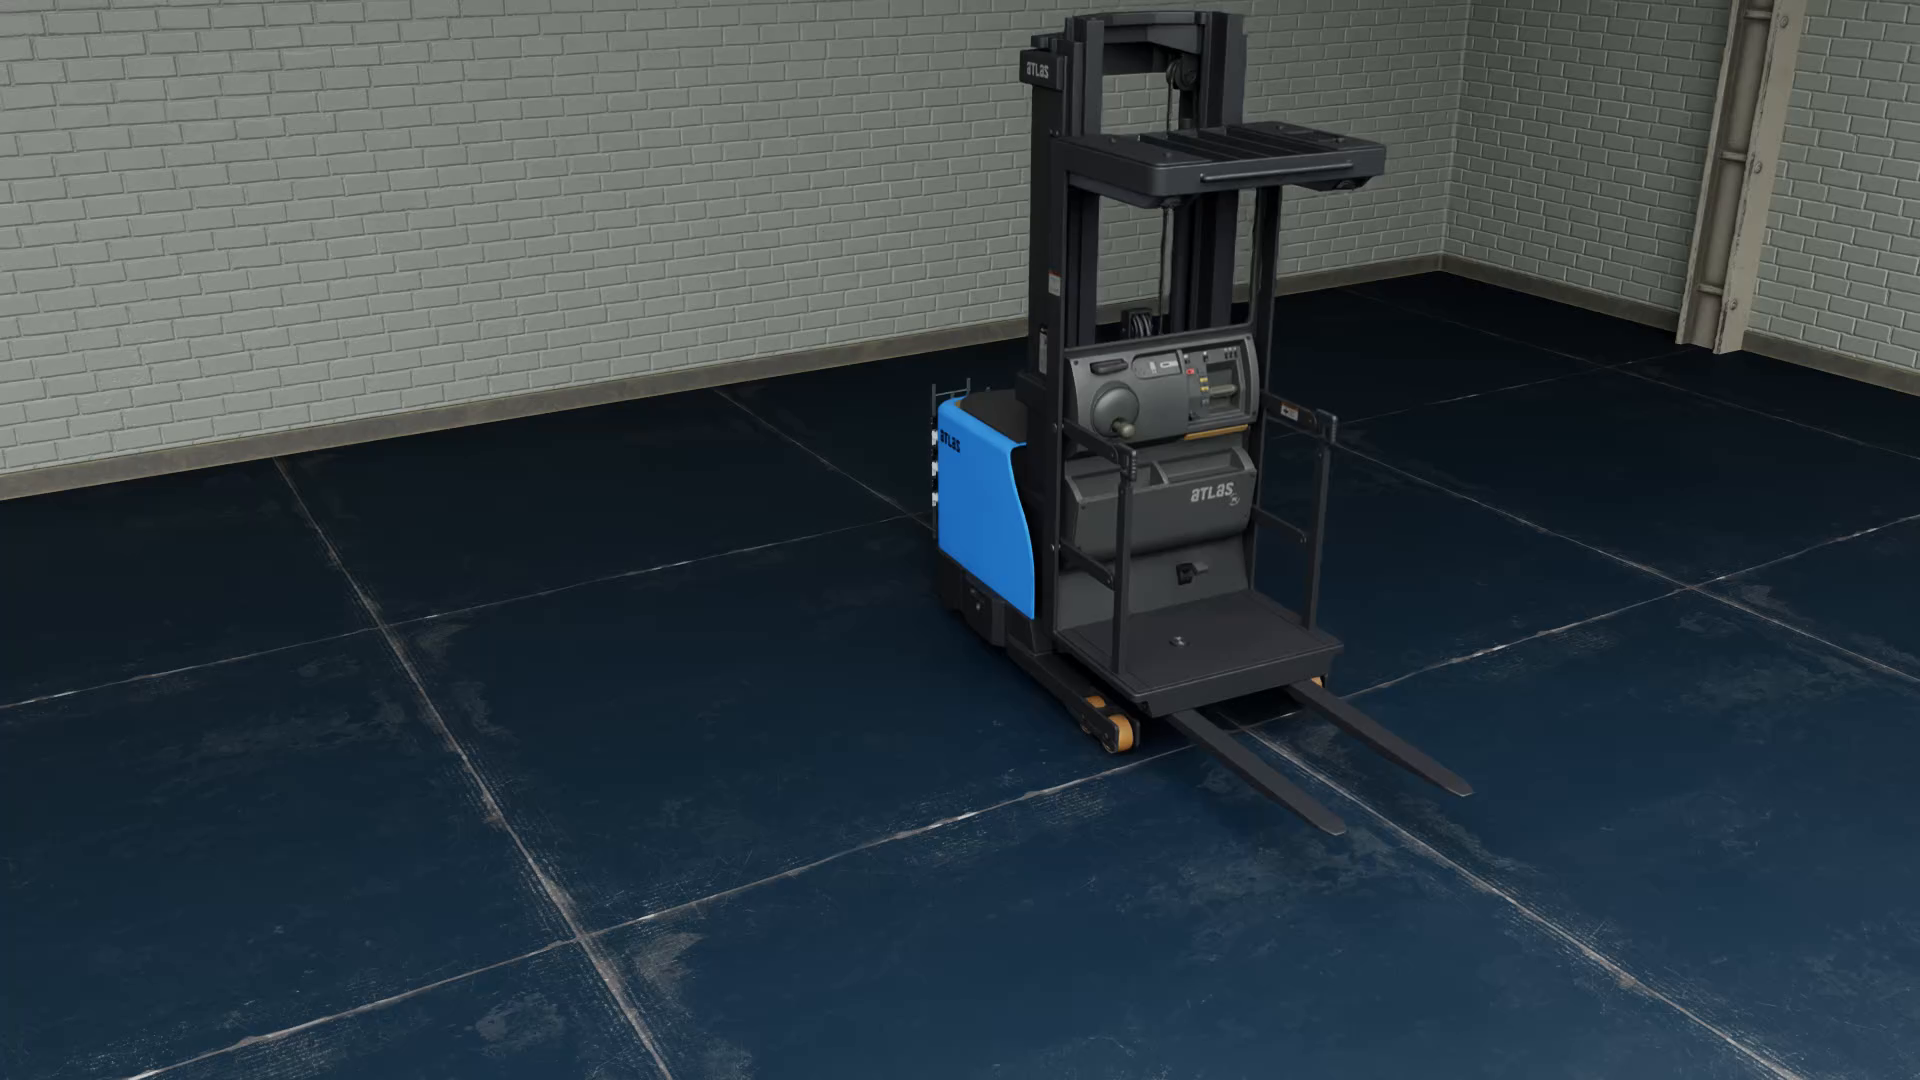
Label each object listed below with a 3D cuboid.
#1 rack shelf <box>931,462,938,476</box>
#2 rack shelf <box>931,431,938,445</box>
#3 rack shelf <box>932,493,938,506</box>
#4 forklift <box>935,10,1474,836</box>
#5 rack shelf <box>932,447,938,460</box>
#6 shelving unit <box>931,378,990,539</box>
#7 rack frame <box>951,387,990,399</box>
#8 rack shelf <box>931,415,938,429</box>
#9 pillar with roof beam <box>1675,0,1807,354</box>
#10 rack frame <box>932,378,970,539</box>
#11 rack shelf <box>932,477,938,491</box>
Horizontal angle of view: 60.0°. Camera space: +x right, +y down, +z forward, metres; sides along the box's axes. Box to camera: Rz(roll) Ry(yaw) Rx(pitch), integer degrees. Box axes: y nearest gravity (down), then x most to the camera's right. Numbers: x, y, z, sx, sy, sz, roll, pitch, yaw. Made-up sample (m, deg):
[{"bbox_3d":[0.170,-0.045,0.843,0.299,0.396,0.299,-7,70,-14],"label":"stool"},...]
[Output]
[{"bbox_3d":[0.004,-0.383,9.148,0.258,0.077,0.200,-13,25,-28],"label":"rack shelf"},{"bbox_3d":[0.004,-0.550,9.080,0.258,0.077,0.200,-13,25,-28],"label":"rack shelf"},{"bbox_3d":[0.004,-0.217,9.216,0.258,0.077,0.200,-13,25,-28],"label":"rack shelf"},{"bbox_3d":[0.986,-0.640,6.993,1.130,2.935,3.031,-11,24,-25],"label":"forklift"},{"bbox_3d":[0.004,-0.467,9.114,0.258,0.077,0.200,-13,25,-28],"label":"rack shelf"},{"bbox_3d":[0.004,-0.414,9.136,0.258,0.900,0.210,-13,25,-28],"label":"shelving unit"},{"bbox_3d":[0.056,-0.381,9.055,0.240,0.900,0.006,-13,25,-28],"label":"rack frame"},{"bbox_3d":[0.004,-0.633,9.046,0.258,0.077,0.200,-13,25,-28],"label":"rack shelf"},{"bbox_3d":[2.183,-4.867,9.335,9.100,9.000,0.400,-13,25,-28],"label":"pillar with roof beam"},{"bbox_3d":[-0.048,-0.447,9.217,0.240,0.900,0.006,-13,25,-28],"label":"rack frame"},{"bbox_3d":[0.004,-0.300,9.182,0.258,0.077,0.200,-13,25,-28],"label":"rack shelf"}]
